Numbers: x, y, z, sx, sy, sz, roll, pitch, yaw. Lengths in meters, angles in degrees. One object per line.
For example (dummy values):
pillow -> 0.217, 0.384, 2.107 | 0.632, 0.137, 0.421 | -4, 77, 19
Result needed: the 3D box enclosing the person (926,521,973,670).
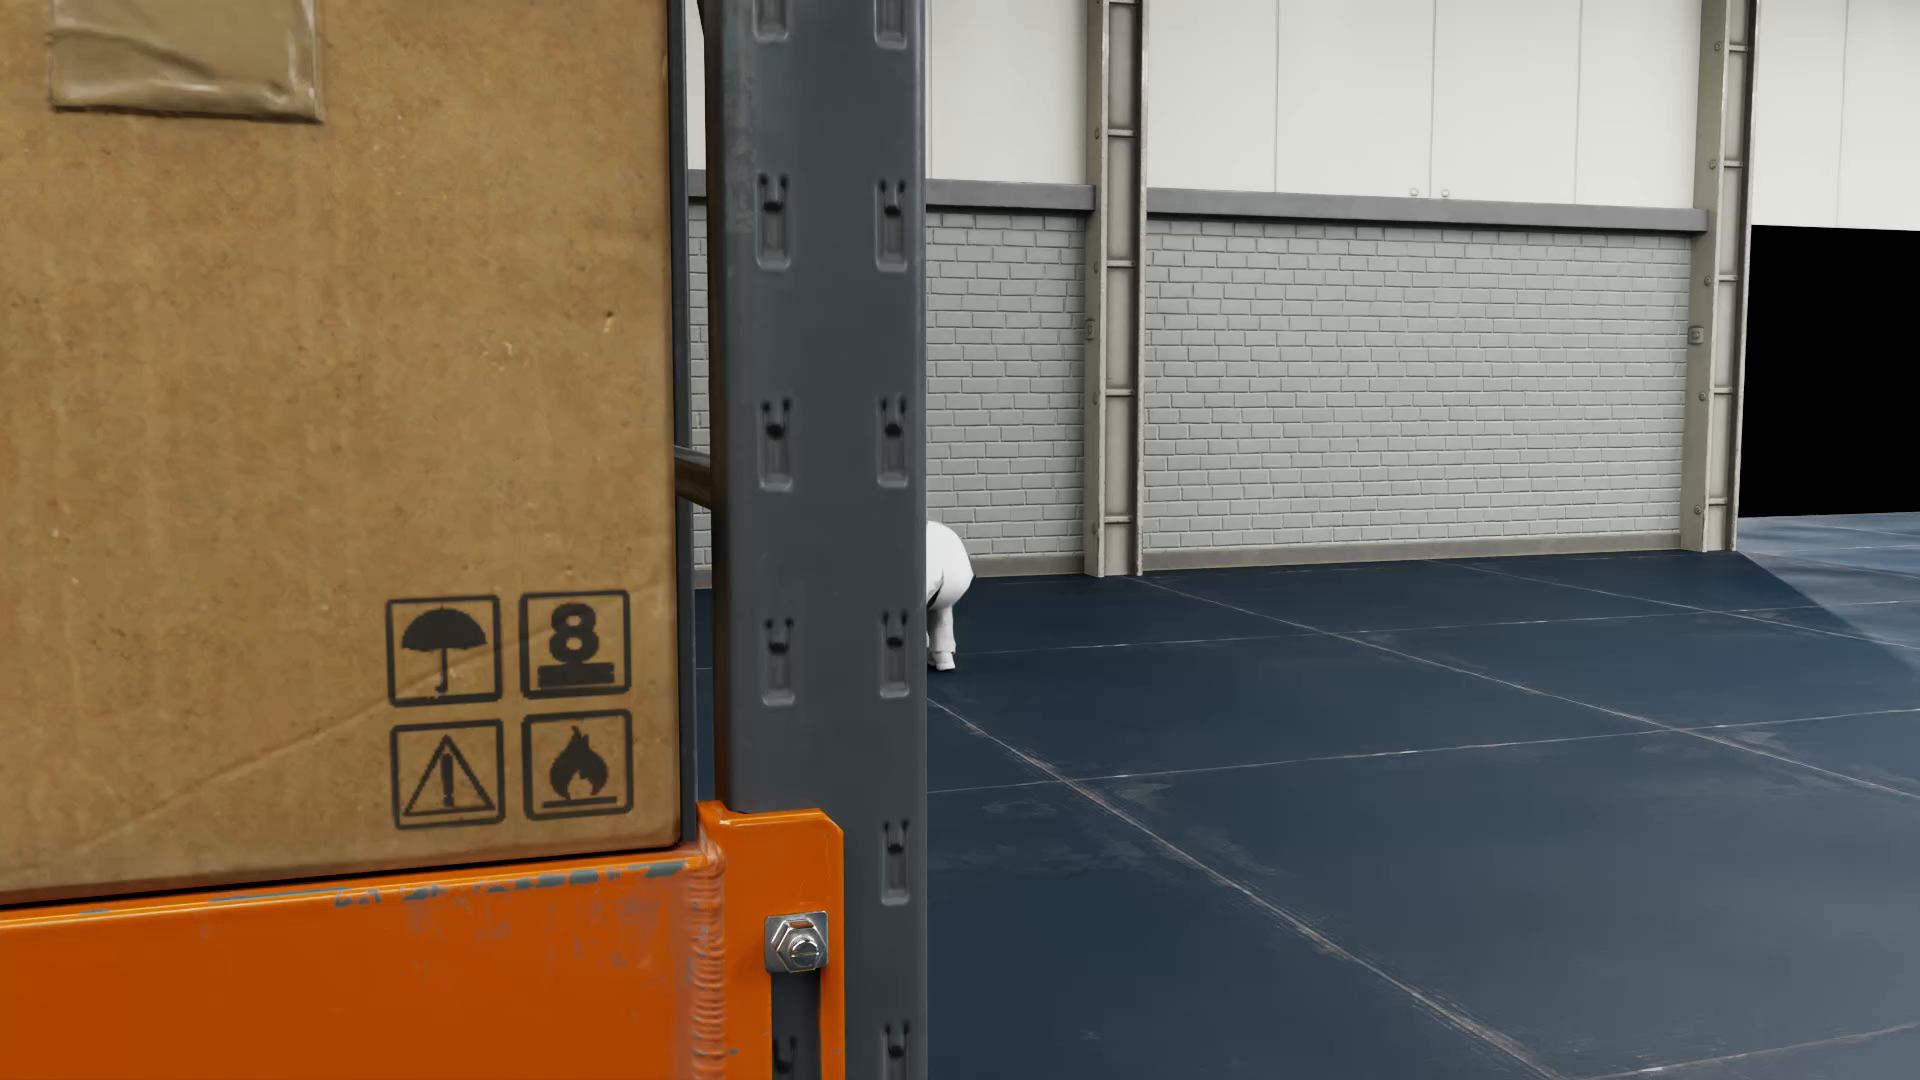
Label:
person -> -0.263, 0.308, 9.226 | 0.577, 0.819, 0.947 | -2, 6, -20
